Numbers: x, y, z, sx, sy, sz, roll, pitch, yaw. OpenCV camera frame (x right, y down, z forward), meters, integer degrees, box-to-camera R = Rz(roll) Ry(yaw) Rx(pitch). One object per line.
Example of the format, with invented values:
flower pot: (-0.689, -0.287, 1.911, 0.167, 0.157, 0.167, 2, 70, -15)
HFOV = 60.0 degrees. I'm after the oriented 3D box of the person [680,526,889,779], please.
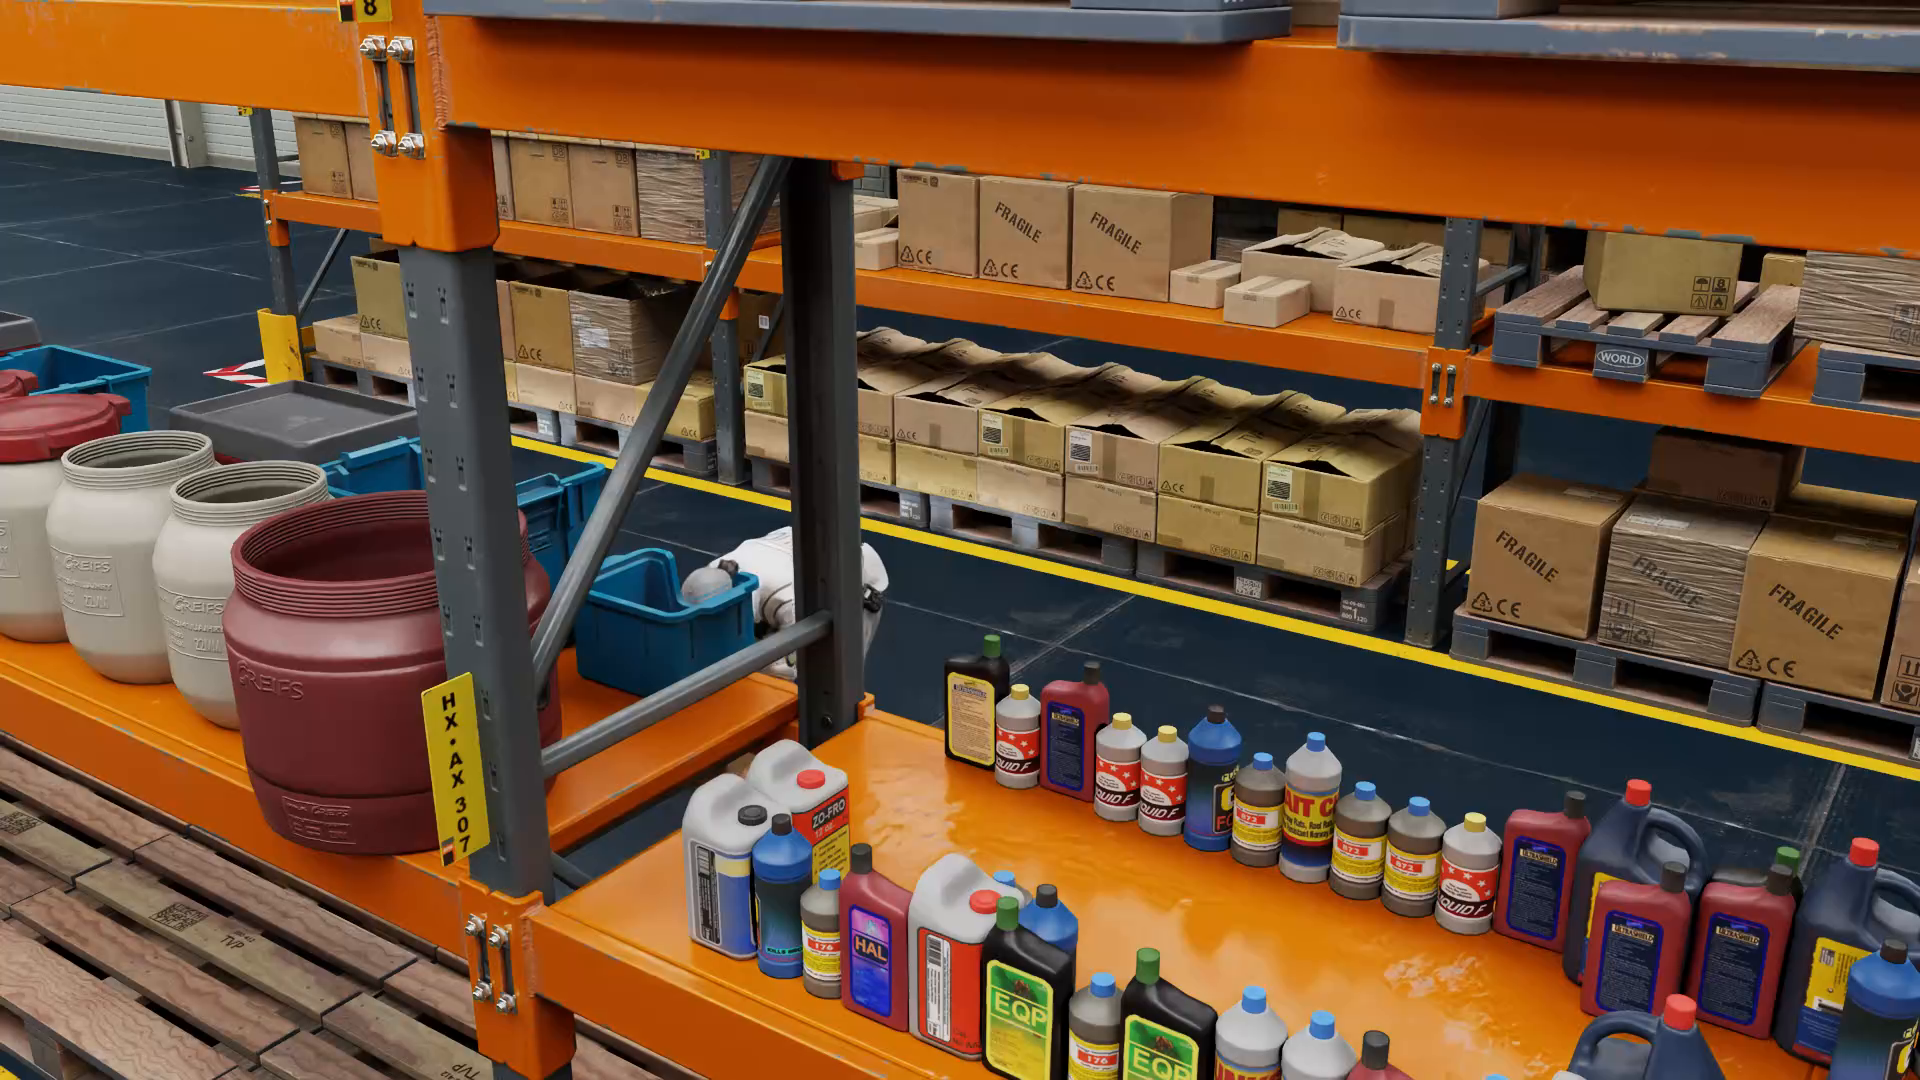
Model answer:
person: (-0.622, 0.474, 5.673, 0.496, 1.049, 0.934, 12, 23, 29)
